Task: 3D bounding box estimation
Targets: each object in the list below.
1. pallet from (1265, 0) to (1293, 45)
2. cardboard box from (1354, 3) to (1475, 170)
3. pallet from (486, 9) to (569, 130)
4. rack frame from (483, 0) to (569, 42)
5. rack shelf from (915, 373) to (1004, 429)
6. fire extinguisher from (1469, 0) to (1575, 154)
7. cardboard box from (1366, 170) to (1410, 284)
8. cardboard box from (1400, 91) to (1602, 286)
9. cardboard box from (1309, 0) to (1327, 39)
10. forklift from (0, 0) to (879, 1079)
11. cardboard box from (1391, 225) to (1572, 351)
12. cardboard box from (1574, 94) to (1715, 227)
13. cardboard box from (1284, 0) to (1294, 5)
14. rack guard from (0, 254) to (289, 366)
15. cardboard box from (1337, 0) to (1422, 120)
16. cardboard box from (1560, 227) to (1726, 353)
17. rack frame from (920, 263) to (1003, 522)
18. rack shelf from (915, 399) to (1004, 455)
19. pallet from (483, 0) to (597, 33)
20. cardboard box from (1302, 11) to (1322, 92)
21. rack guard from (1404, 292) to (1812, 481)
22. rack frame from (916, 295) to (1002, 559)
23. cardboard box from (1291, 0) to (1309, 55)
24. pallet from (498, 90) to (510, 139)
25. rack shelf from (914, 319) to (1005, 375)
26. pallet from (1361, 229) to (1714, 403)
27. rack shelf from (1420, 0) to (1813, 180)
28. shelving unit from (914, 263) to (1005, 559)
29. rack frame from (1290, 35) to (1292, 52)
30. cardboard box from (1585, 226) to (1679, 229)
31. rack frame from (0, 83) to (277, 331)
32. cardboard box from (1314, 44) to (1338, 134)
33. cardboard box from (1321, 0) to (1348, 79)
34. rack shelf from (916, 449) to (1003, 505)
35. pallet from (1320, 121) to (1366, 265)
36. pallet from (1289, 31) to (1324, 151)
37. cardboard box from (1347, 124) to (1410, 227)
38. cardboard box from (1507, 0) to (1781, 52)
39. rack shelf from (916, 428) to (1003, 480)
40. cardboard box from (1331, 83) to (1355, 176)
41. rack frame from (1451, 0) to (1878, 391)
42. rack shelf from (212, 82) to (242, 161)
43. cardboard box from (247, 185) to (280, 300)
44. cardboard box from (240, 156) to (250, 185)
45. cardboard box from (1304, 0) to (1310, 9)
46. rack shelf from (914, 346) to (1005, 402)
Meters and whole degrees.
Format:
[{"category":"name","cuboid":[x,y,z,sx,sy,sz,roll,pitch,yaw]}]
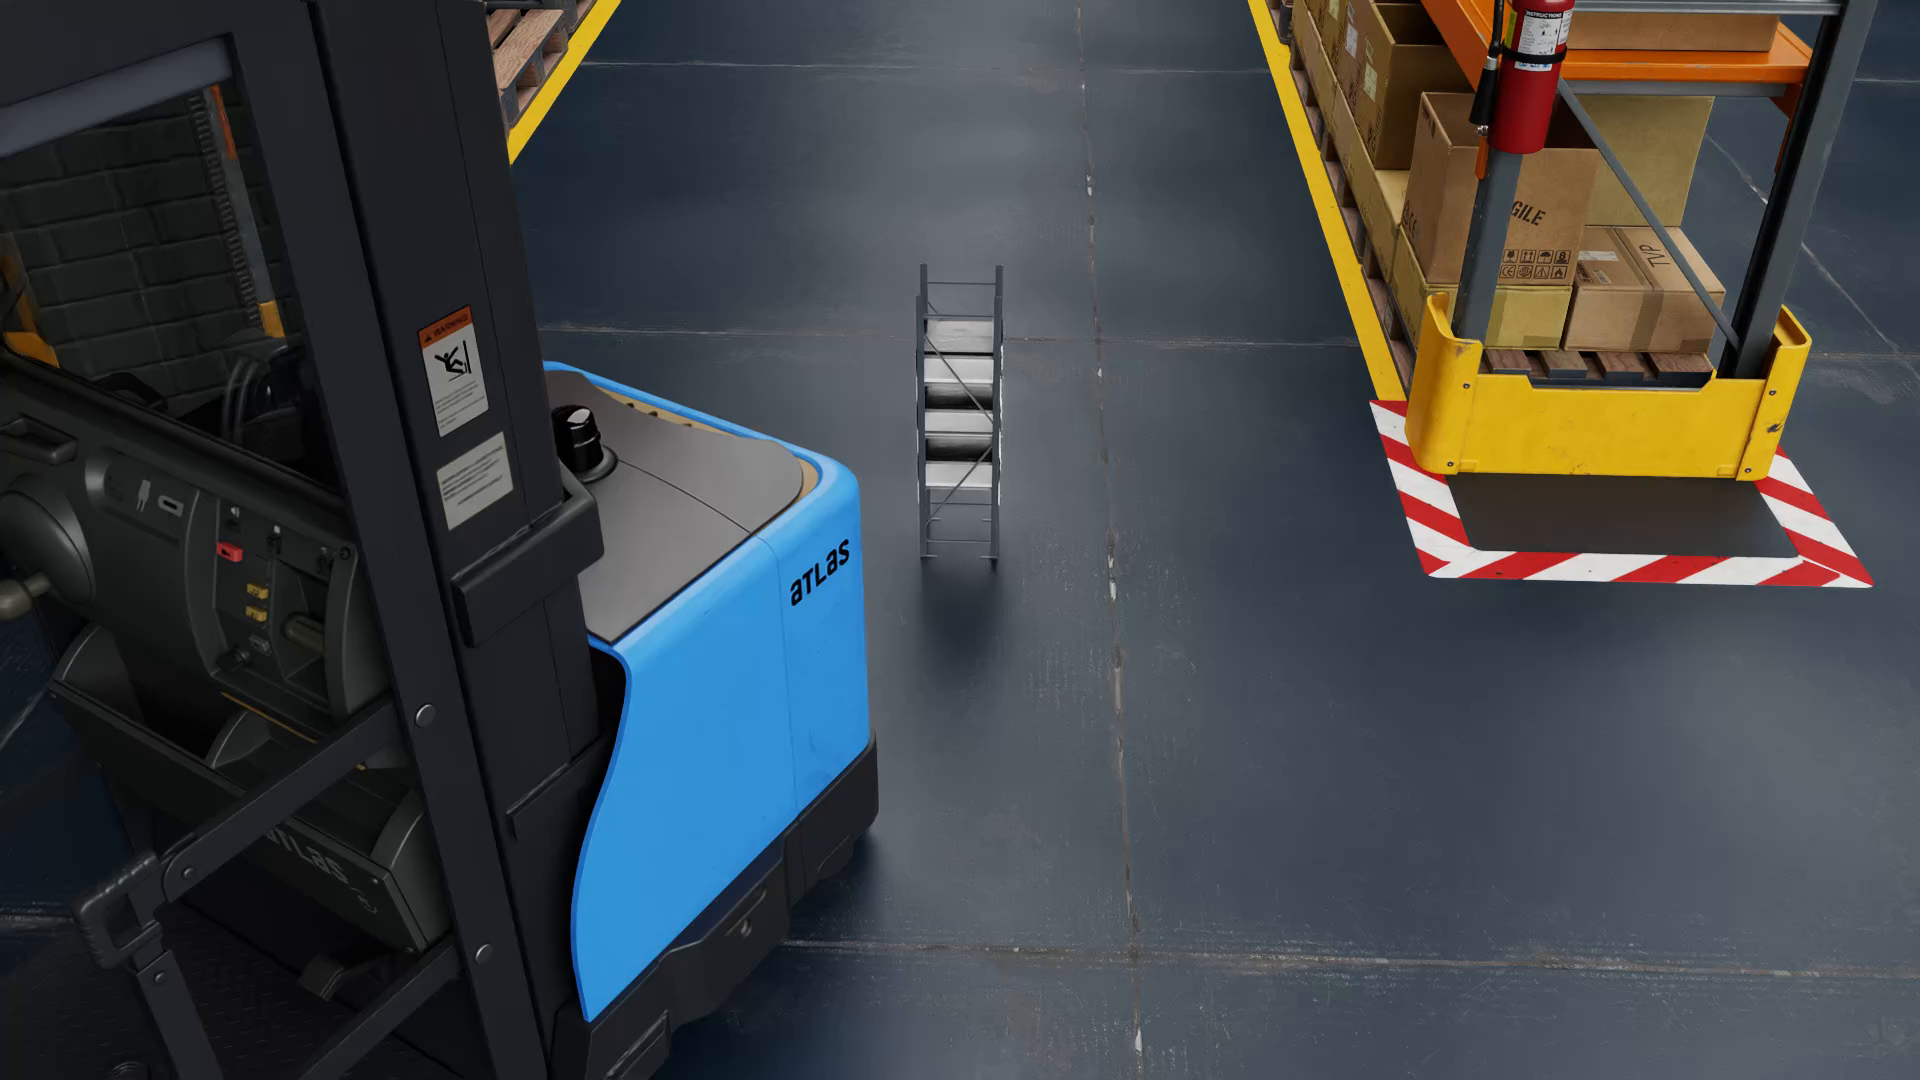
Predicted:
[{"category":"pallet","cuboid":[2.281,-3.131,9.522,1.003,0.211,1.213,1,35,2]},{"category":"cardboard box","cuboid":[1.879,-1.793,6.567,0.500,0.500,0.500,1,35,2]},{"category":"pallet","cuboid":[-2.651,-2.433,8.528,1.003,0.211,1.213,1,35,2]},{"category":"rack frame","cuboid":[-2.659,-3.960,8.276,1.000,3.000,0.127,1,35,2]},{"category":"rack shelf","cuboid":[0.000,-0.419,4.965,0.258,0.077,0.200,1,35,2]},{"category":"fire extinguisher","cuboid":[1.661,-1.461,4.787,0.296,0.674,0.183,1,35,2]},{"category":"cardboard box","cuboid":[1.864,-1.199,6.373,0.500,0.250,0.500,1,35,2]},{"category":"cardboard box","cuboid":[1.854,-1.218,5.749,0.500,0.500,0.500,1,35,2]},{"category":"cardboard box","cuboid":[1.947,-2.655,7.793,0.500,0.500,0.500,1,35,2]},{"category":"forklift","cuboid":[-1.417,0.087,2.578,1.130,2.935,3.031,20,40,26]},{"category":"cardboard box","cuboid":[1.856,-0.911,5.964,0.500,0.250,0.500,1,35,2]},{"category":"cardboard box","cuboid":[2.392,-1.494,6.140,0.500,0.500,0.500,1,35,2]},{"category":"cardboard box","cuboid":[2.017,-3.140,9.135,0.500,0.250,0.500,1,35,1]},{"category":"rack guard","cuboid":[-2.817,-0.683,5.787,1.175,0.500,0.348,1,35,2]},{"category":"cardboard box","cuboid":[1.901,-2.080,6.975,0.500,0.500,0.500,1,35,2]},{"category":"cardboard box","cuboid":[2.374,-0.899,5.947,0.500,0.250,0.500,1,35,2]},{"category":"rack frame","cuboid":[0.004,-0.431,5.081,0.240,0.900,0.006,1,35,2]},{"category":"rack shelf","cuboid":[0.000,-0.346,5.017,0.258,0.077,0.200,1,35,2]},{"category":"pallet","cuboid":[-2.630,-3.267,9.714,1.003,0.211,1.213,1,35,2]},{"category":"cardboard box","cuboid":[1.944,-2.348,8.008,0.500,0.250,0.500,1,35,2]},{"category":"rack guard","cuboid":[2.129,-0.513,5.545,1.175,0.500,0.348,1,35,2]},{"category":"rack frame","cuboid":[-0.004,-0.314,4.915,0.240,0.900,0.006,1,35,2]},{"category":"cardboard box","cuboid":[1.969,-2.635,8.417,0.500,0.250,0.500,1,35,2]},{"category":"pallet","cuboid":[-2.697,-1.730,7.528,1.003,0.211,1.213,1,35,2]},{"category":"rack shelf","cuboid":[0.000,-0.566,4.862,0.258,0.077,0.200,1,35,2]},{"category":"pallet","cuboid":[2.119,-0.849,6.275,1.003,0.211,1.213,1,35,2]},{"category":"rack shelf","cuboid":[2.210,-2.404,6.688,1.077,0.370,4.000,1,35,2]},{"category":"shelving unit","cuboid":[0.000,-0.373,4.998,0.258,0.900,0.210,1,35,2]},{"category":"rack frame","cuboid":[2.290,-3.848,8.116,1.000,3.000,0.127,1,35,2]},{"category":"cardboard box","cuboid":[2.390,-1.187,6.356,0.500,0.250,0.500,1,35,2]},{"category":"rack frame","cuboid":[-2.820,-1.662,5.006,1.000,3.000,0.127,1,35,2]},{"category":"cardboard box","cuboid":[1.918,-2.061,7.600,0.500,0.250,0.500,1,35,2]},{"category":"cardboard box","cuboid":[1.919,-2.368,7.384,0.500,0.500,0.500,1,35,2]},{"category":"rack shelf","cuboid":[0.000,-0.198,5.121,0.258,0.077,0.200,1,35,2]},{"category":"pallet","cuboid":[2.170,-1.548,7.269,1.003,0.211,1.213,1,35,2]},{"category":"pallet","cuboid":[2.217,-2.251,8.269,1.003,0.211,1.213,1,35,2]},{"category":"cardboard box","cuboid":[1.882,-1.486,6.782,0.500,0.250,0.500,1,35,2]},{"category":"cardboard box","cuboid":[2.161,-1.859,5.199,0.700,0.500,0.500,1,35,2]},{"category":"rack shelf","cuboid":[0.000,-0.272,5.069,0.258,0.077,0.200,1,35,2]},{"category":"cardboard box","cuboid":[1.904,-1.774,7.191,0.500,0.250,0.500,1,35,2]},{"category":"rack frame","cuboid":[2.130,-1.550,4.846,1.000,3.000,0.127,1,35,2]},{"category":"rack shelf","cuboid":[-2.740,-2.517,6.848,1.077,0.370,4.000,1,35,2]},{"category":"cardboard box","cuboid":[-2.702,-1.137,6.215,0.500,0.311,0.500,-2,35,-3]},{"category":"cardboard box","cuboid":[-2.679,-1.465,6.681,0.500,0.311,0.500,4,35,6]},{"category":"cardboard box","cuboid":[1.959,-2.942,8.202,0.500,0.500,0.500,1,35,2]},{"category":"rack shelf","cuboid":[0.000,-0.493,4.914,0.258,0.077,0.200,1,35,2]}]
